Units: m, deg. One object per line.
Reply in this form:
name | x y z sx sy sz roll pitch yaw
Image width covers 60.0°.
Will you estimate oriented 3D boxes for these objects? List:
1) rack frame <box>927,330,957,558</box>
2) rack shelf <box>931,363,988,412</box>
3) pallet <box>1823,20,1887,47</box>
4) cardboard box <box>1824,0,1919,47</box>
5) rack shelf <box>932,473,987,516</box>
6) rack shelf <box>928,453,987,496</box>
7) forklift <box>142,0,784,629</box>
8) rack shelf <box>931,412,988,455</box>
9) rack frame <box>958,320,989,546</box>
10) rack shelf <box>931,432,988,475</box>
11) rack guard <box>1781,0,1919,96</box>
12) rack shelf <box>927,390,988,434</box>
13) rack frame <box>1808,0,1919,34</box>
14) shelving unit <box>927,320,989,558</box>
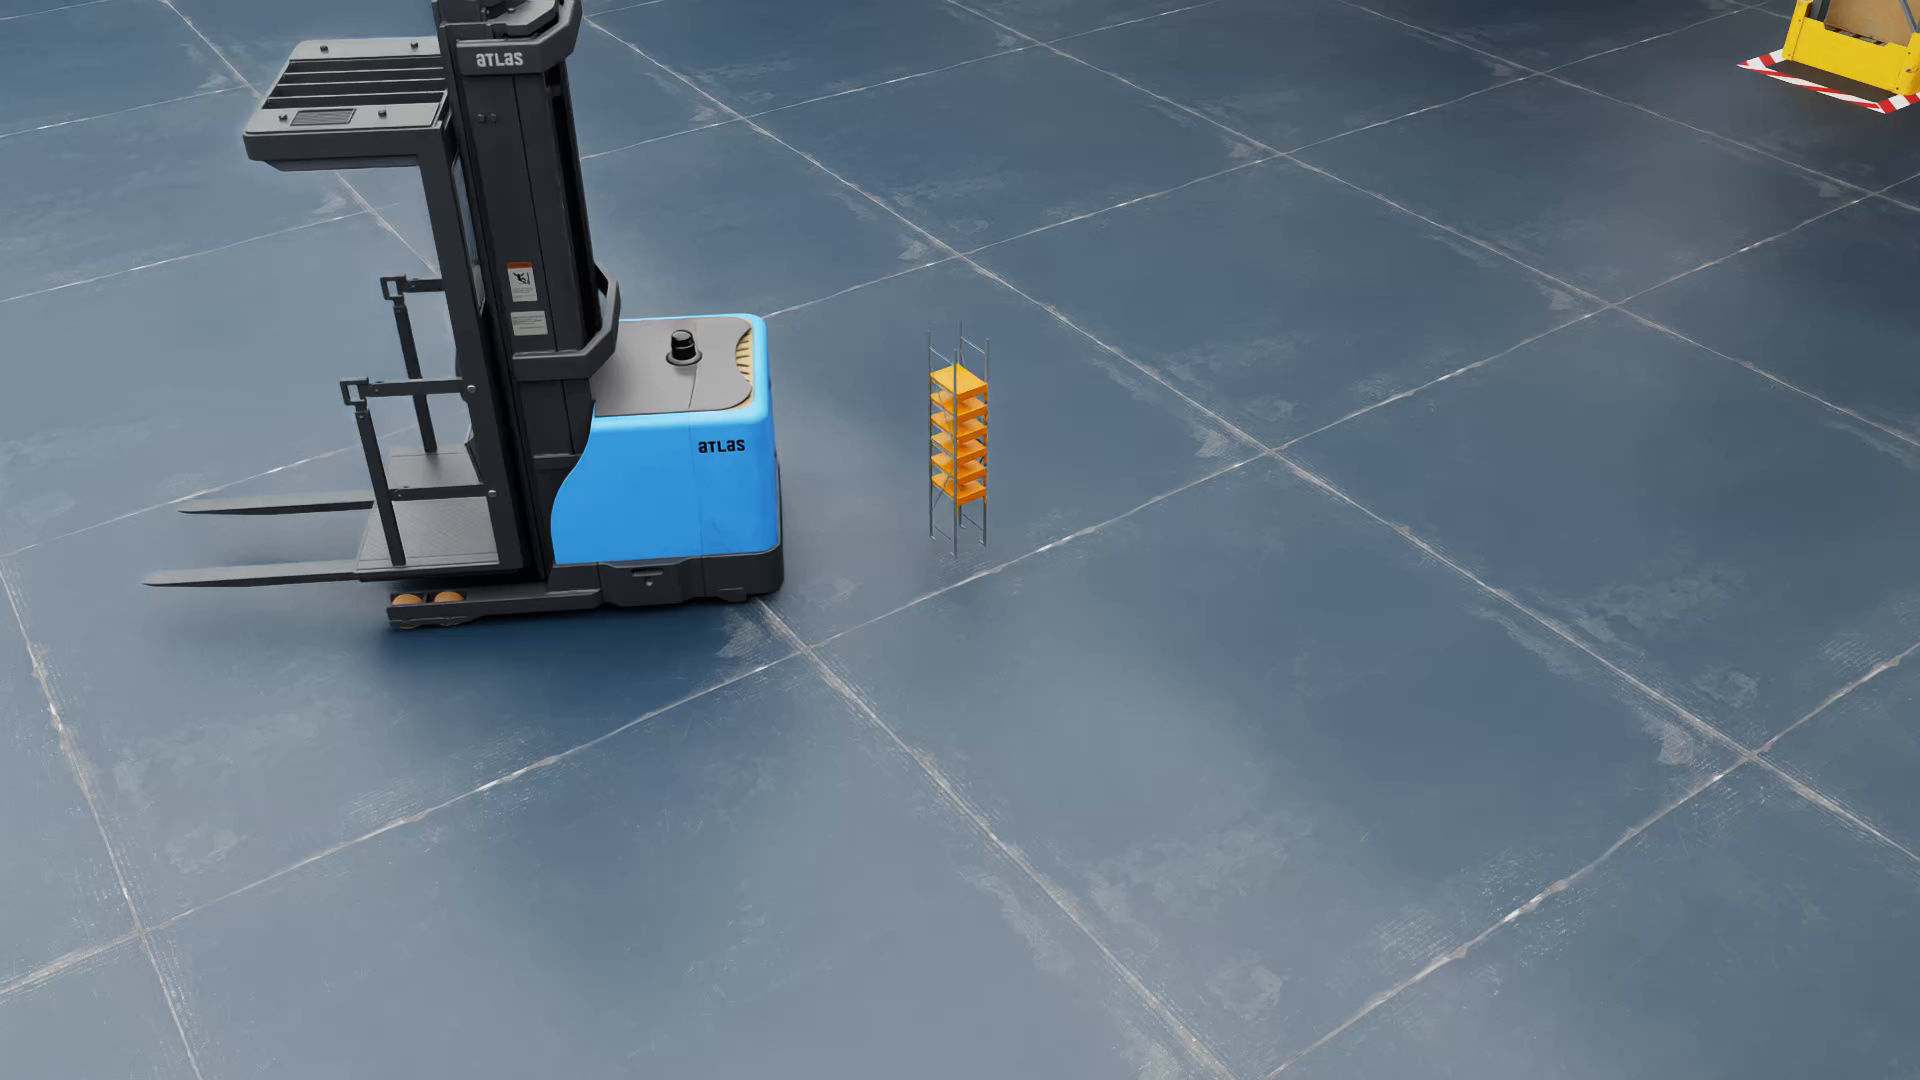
rack frame | -0.087 -0.451 8.163 0.006 1.200 0.240 -22 41 -28
rack shelf | -0.012 -0.738 8.022 0.180 0.103 0.258 -22 41 -28
pallet | 8.179 -4.361 14.446 1.213 0.211 1.003 -22 41 -28
cardboard box | 8.086 -4.754 14.065 0.875 0.875 0.875 -22 41 -28
rack shelf | -0.012 -0.251 8.372 0.180 0.103 0.258 -22 41 -28
rack shelf | -0.012 -0.349 8.302 0.180 0.103 0.258 -22 41 -28
forklift | -2.416 -1.090 7.569 3.031 2.935 1.130 -4 36 -5
rack shelf | -0.012 -0.544 8.162 0.180 0.103 0.258 -22 41 -28
rack frame | 0.063 -0.513 8.249 0.006 1.200 0.240 -22 41 -28
rack shelf | -0.012 -0.446 8.232 0.180 0.103 0.258 -22 41 -28
rack guard | 7.550 -4.164 13.925 0.348 0.500 1.175 -22 41 -28
rack shelf | -0.012 -0.641 8.092 0.180 0.103 0.258 -22 41 -28
rack frame | 7.570 -5.187 13.206 0.127 3.000 1.000 -22 41 -28
shelving unit | -0.012 -0.482 8.206 0.189 1.200 0.258 -22 41 -28
